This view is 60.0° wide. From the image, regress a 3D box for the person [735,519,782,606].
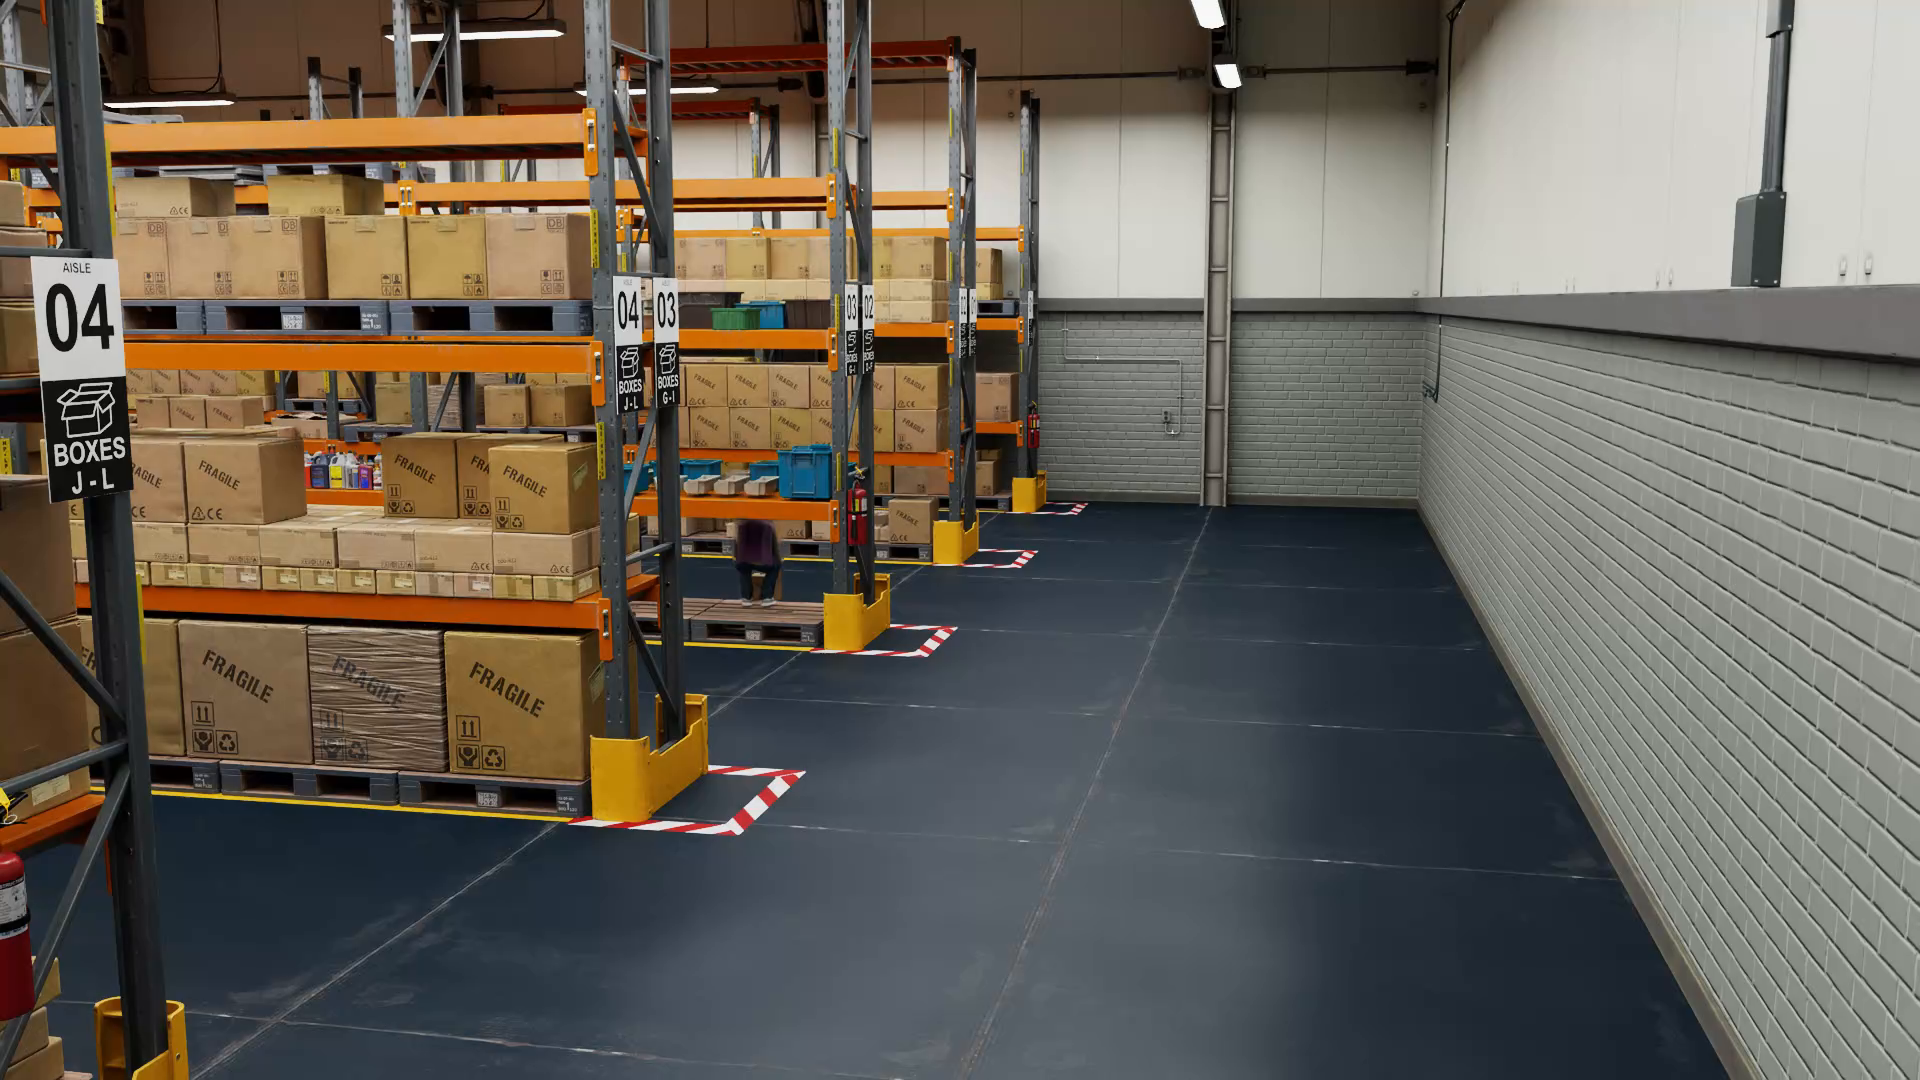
[{"bbox_3d":[-1.921,0.186,15.722,0.440,0.854,0.793,1,8,5],"label":"person"}]
